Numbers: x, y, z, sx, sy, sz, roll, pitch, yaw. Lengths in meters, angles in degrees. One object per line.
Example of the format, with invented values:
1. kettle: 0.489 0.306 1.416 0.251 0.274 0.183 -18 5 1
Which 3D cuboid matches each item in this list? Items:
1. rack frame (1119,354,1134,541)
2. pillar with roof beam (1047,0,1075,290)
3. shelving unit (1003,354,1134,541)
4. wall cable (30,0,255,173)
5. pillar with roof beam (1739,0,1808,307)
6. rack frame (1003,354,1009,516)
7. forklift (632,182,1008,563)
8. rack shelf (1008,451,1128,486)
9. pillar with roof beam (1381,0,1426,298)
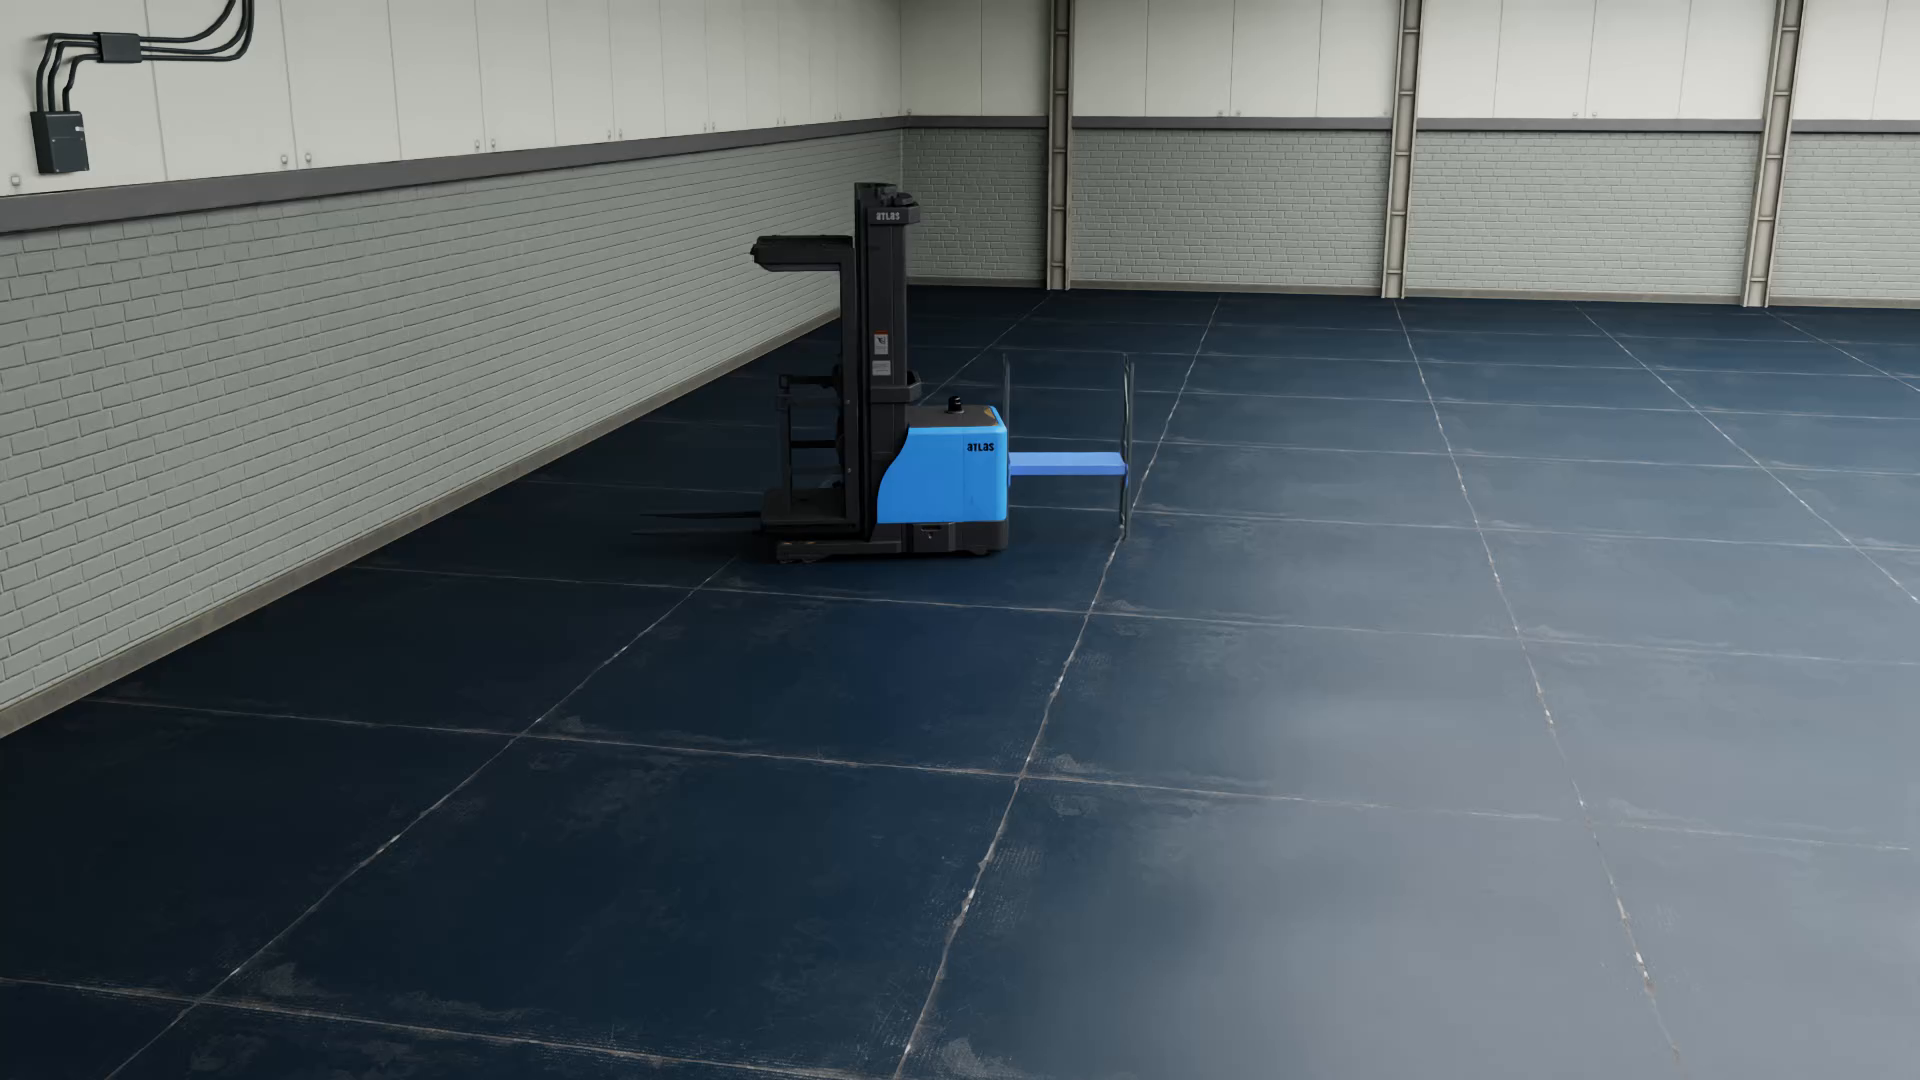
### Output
1. rack frame: 1.401 -0.784 14.011 0.032 1.500 0.500 0 15 -1
2. pillar with roof beam: 0.963 -7.859 25.505 0.400 9.000 9.100 3 16 11
3. shelving unit: 0.892 -0.782 14.004 1.048 1.500 0.538 0 15 -1
4. wall cable: -5.172 -5.369 10.145 0.169 6.003 2.305 3 16 11
5. pillar with roof beam: 12.723 -7.220 23.200 0.400 9.000 9.100 3 16 11
6. rack frame: 0.384 -0.780 13.997 0.032 1.500 0.500 0 15 -1
7. forklift: -1.155 -1.373 13.457 3.031 2.935 1.130 -1 16 -5
8. rack shelf: 0.892 -0.608 14.052 1.000 0.185 0.538 0 15 -1
9. pillar with roof beam: 6.843 -7.539 24.353 0.400 9.000 9.100 3 16 11
